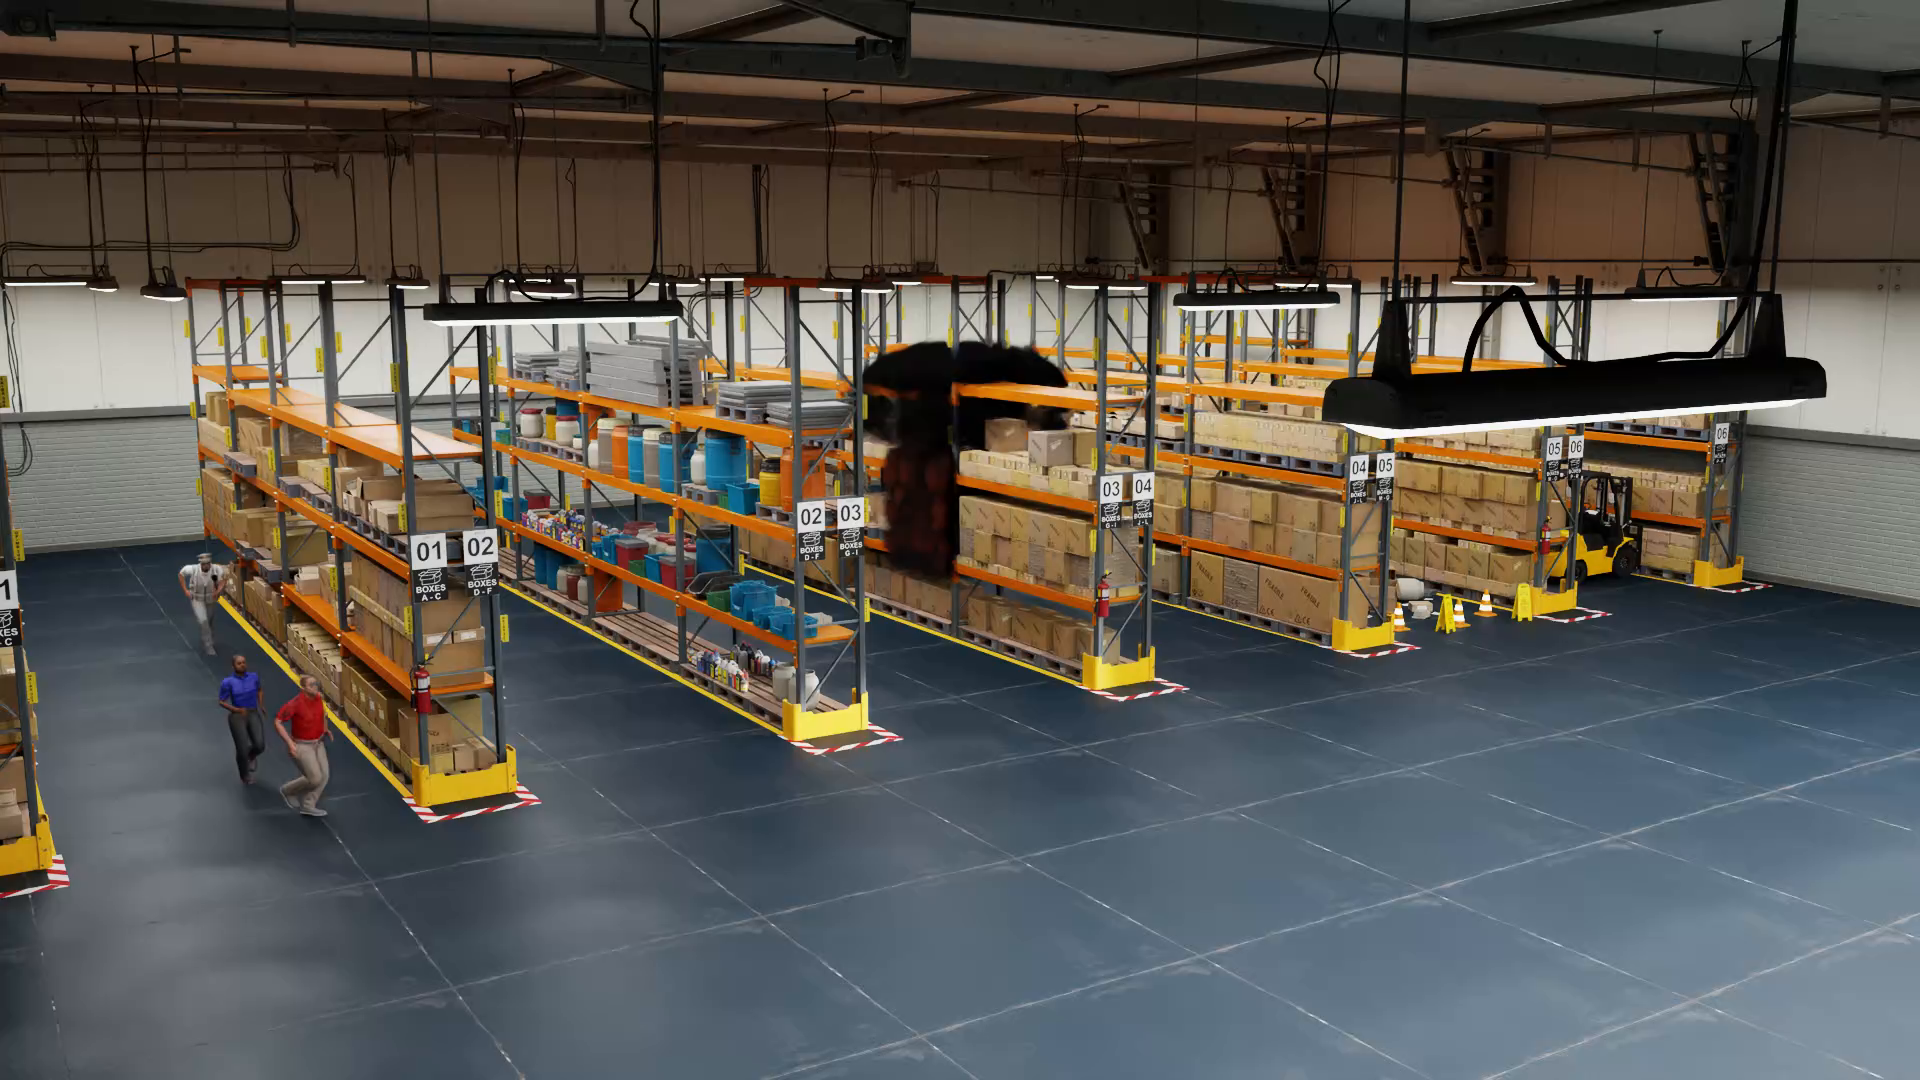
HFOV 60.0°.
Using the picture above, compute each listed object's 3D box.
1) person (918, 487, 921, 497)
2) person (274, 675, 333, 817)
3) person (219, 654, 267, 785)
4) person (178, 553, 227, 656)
[{"bbox_3d":[-0.911,-1.957,44.373,0.670,1.821,0.751,6,11,31],"label":"person"},{"bbox_3d":[-7.493,2.358,19.048,0.631,1.668,0.685,3,10,15],"label":"person"},{"bbox_3d":[-8.683,2.181,20.228,0.569,1.617,0.554,-8,13,-41],"label":"person"},{"bbox_3d":[-12.359,1.009,27.172,0.705,1.720,1.030,-6,11,-30],"label":"person"}]
